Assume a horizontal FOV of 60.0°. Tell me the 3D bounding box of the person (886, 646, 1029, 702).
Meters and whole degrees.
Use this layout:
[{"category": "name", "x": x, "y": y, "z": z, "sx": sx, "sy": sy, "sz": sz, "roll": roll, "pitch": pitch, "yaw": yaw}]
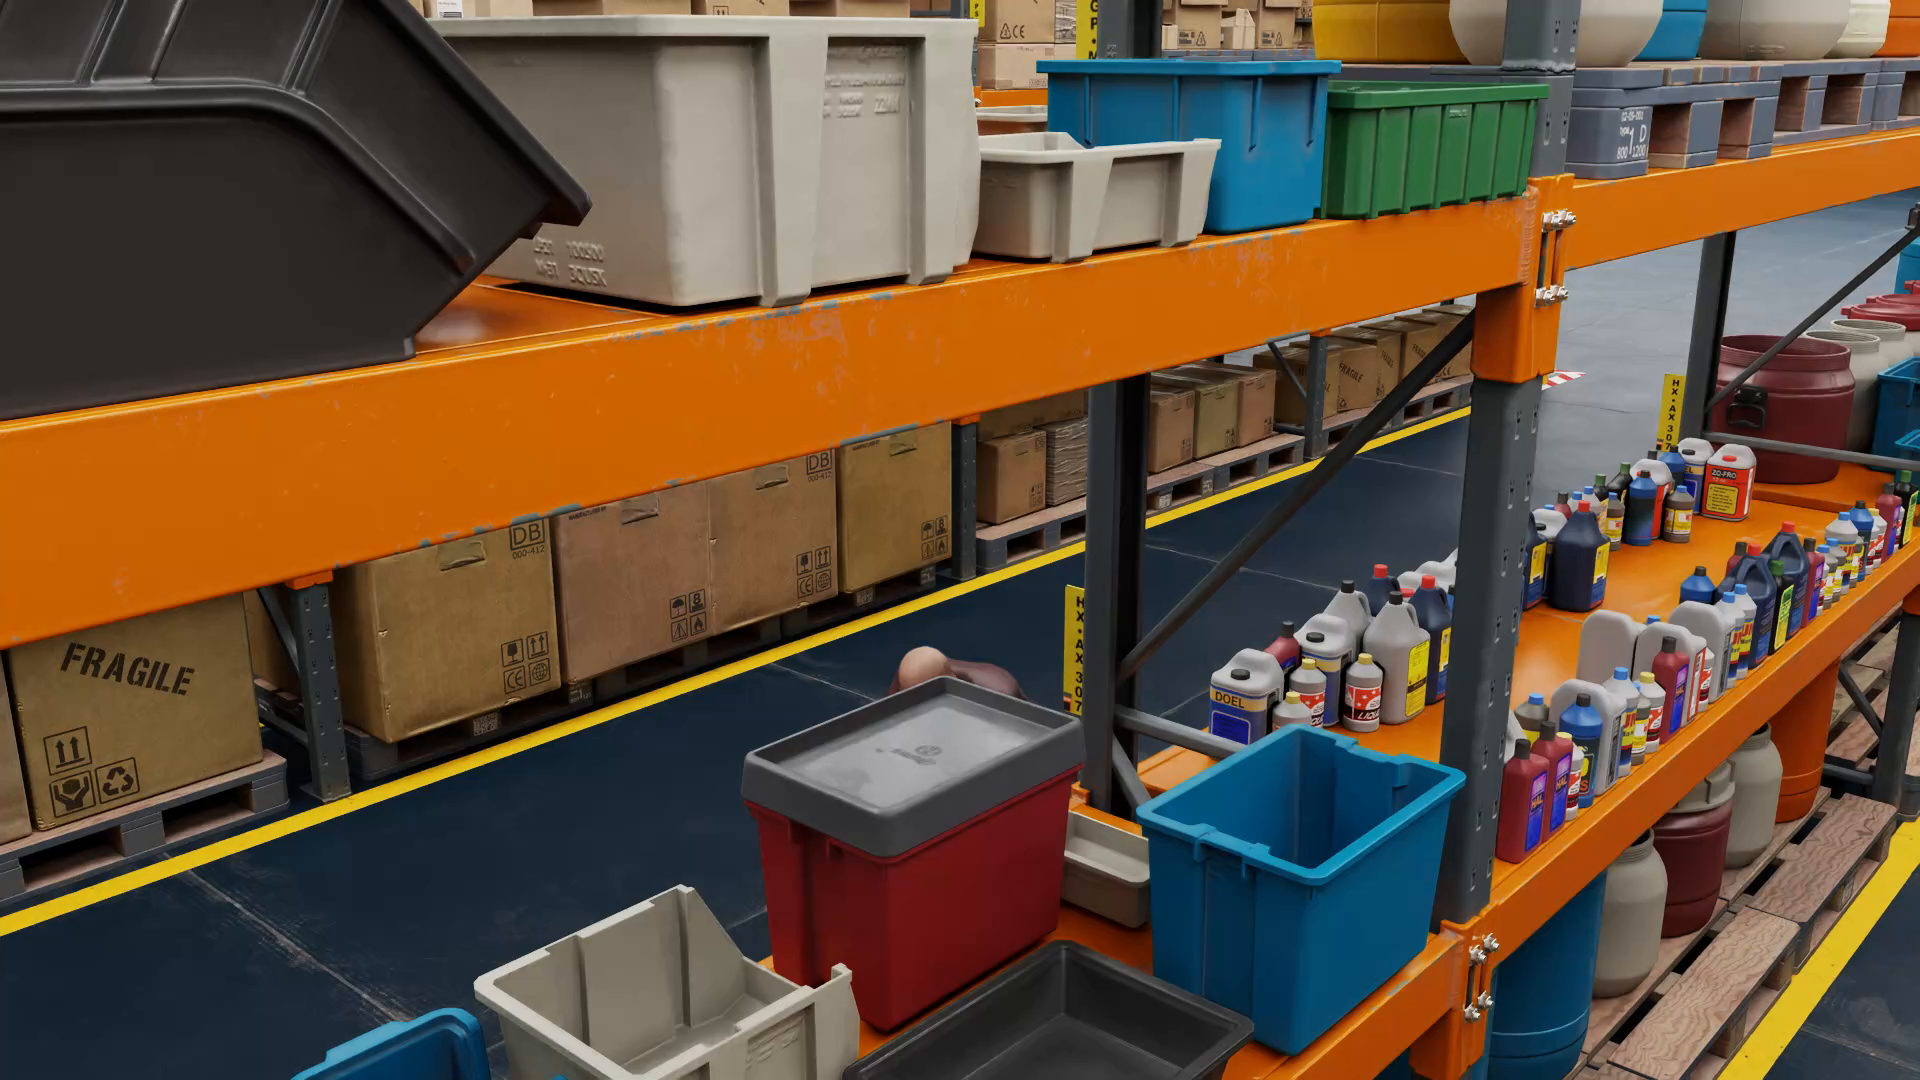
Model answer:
[{"category": "person", "x": -0.022, "y": 0.803, "z": 6.259, "sx": 0.598, "sy": 0.995, "sz": 0.911, "roll": 14, "pitch": 22, "yaw": 40}]
